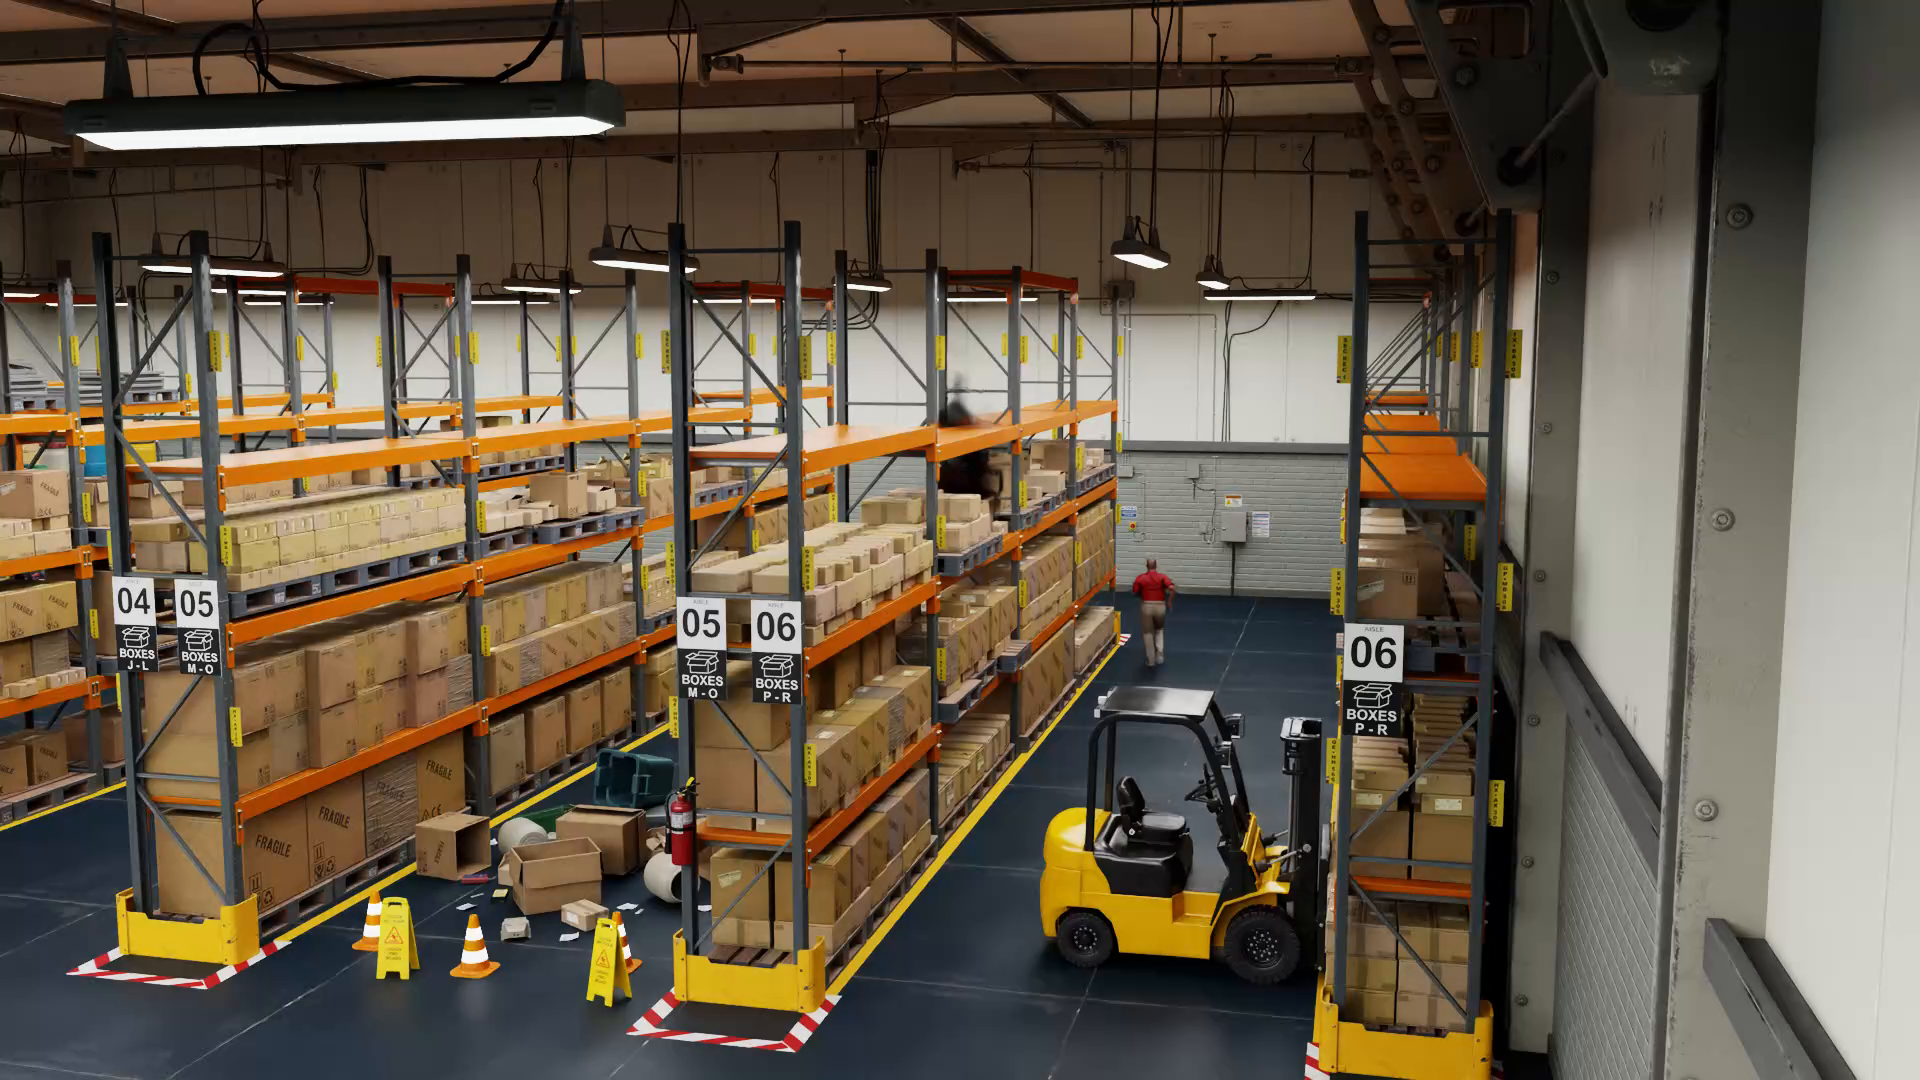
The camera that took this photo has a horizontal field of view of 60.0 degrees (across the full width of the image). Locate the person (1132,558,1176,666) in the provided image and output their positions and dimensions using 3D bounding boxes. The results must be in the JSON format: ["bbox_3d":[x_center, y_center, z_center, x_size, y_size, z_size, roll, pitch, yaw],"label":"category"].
[{"bbox_3d":[3.039,1.126,26.219,0.652,1.718,0.653,0,7,1],"label":"person"}]
